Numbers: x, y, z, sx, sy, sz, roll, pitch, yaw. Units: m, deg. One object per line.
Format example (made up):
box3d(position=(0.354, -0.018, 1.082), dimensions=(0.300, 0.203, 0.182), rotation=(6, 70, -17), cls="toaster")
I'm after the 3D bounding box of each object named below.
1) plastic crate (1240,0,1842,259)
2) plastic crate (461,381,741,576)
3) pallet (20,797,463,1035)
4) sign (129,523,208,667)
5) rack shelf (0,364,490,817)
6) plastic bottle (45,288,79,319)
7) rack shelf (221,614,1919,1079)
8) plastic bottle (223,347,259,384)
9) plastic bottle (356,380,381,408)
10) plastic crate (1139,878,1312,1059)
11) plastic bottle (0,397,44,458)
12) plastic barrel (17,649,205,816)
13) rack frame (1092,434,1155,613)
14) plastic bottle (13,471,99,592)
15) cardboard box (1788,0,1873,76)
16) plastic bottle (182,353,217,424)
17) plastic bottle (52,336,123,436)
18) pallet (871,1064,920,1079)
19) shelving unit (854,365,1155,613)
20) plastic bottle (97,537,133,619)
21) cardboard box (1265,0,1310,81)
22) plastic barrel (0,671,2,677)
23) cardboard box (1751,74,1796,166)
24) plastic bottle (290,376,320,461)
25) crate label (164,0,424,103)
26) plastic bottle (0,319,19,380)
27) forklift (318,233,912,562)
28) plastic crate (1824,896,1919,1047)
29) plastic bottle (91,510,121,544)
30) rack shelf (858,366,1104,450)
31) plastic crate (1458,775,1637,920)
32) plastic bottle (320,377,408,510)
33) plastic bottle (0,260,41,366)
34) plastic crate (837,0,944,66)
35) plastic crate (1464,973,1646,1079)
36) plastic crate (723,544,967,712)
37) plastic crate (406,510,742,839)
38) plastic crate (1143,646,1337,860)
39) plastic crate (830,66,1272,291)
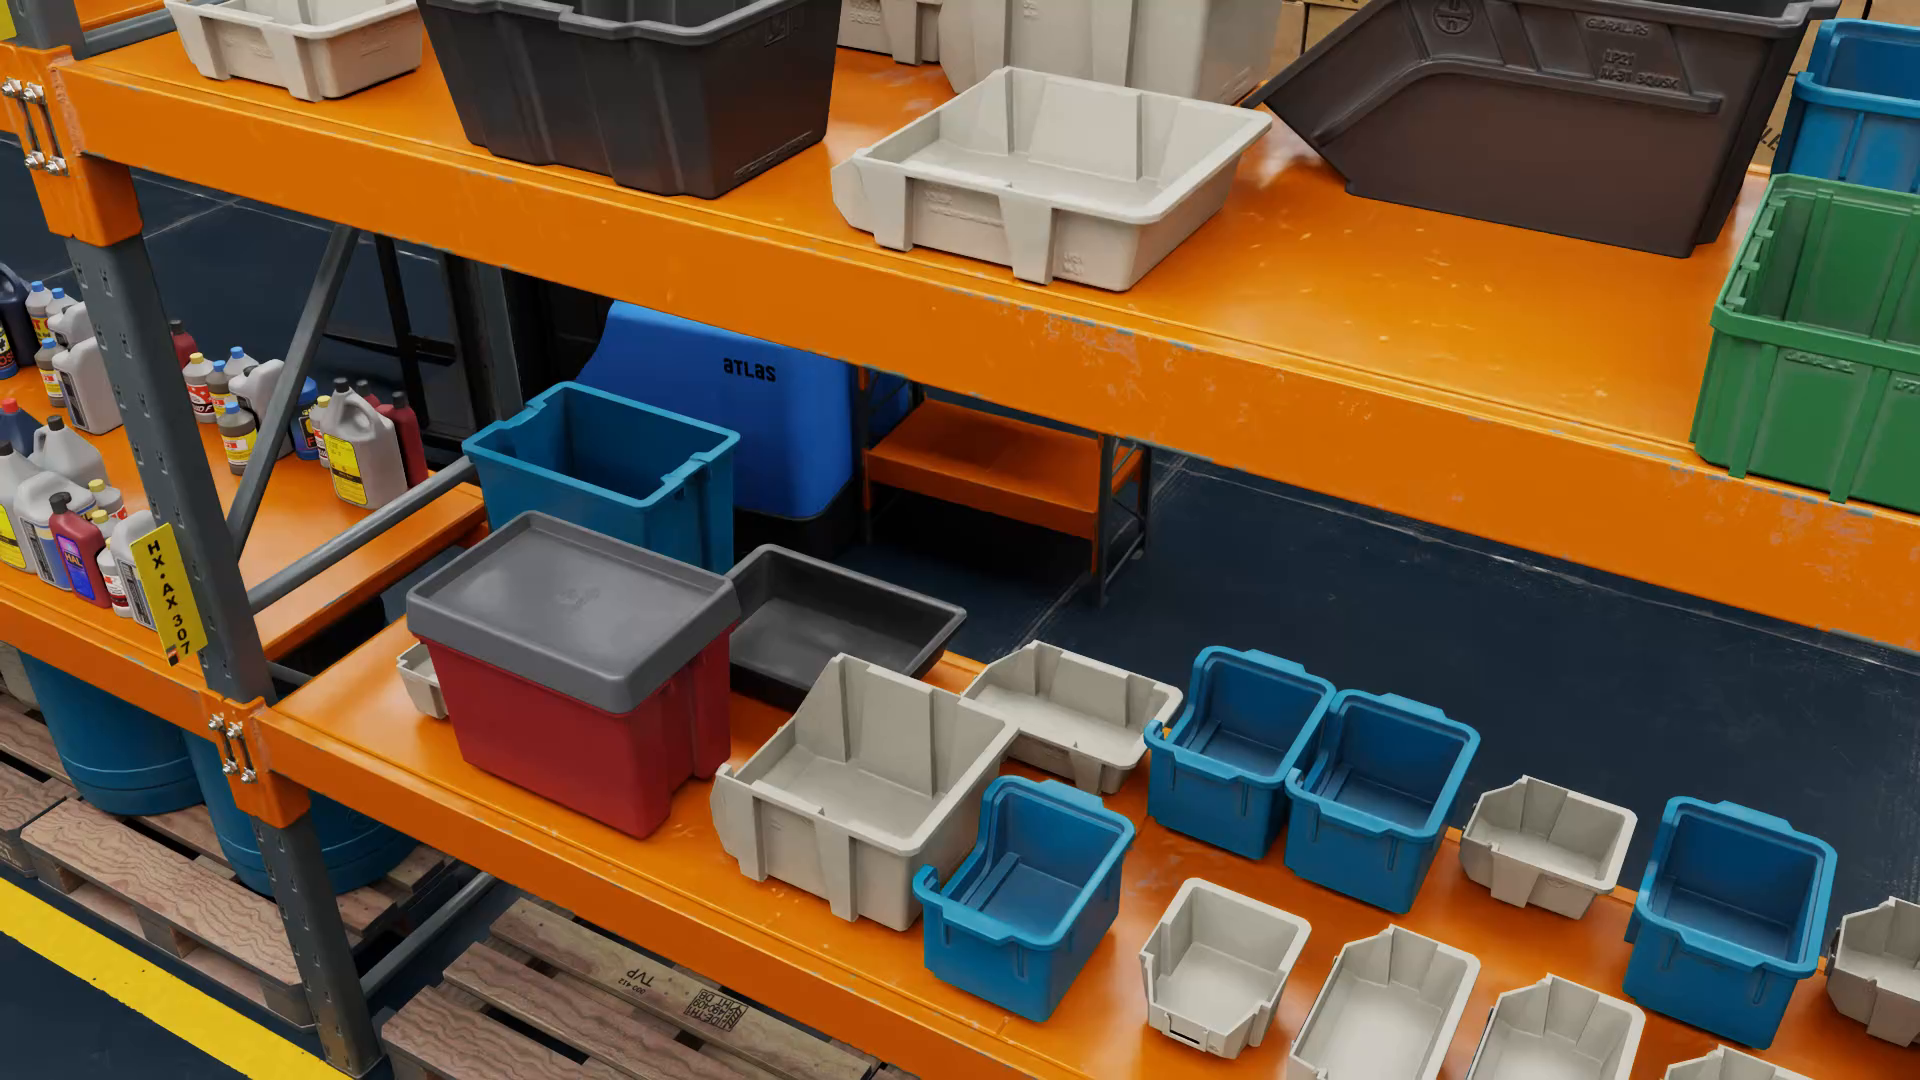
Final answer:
box3d(position=(0.841, -0.702, 2.448), dimensions=(0.767, 0.338, 0.504), rotation=(18, 37, 24), cls="plastic crate")
box3d(position=(-0.867, -0.081, 4.126), dimensions=(0.575, 0.384, 0.392), rotation=(18, 37, 24), cls="plastic crate")
box3d(position=(-2.091, 0.901, 5.206), dimensions=(1.213, 0.211, 1.003), rotation=(18, 37, 24), cls="pallet")
box3d(position=(-1.716, 0.122, 3.611), dimensions=(0.005, 0.325, 0.100), rotation=(18, 37, 24), cls="sign")
box3d(position=(-3.178, -0.278, 5.110), dimensions=(4.000, 0.370, 1.077), rotation=(18, 37, 24), cls="rack shelf")
box3d(position=(-2.747, -0.648, 5.133), dimensions=(0.097, 0.271, 0.097), rotation=(0, 34, 0), cls="plastic bottle")
box3d(position=(0.295, 0.822, 3.458), dimensions=(4.000, 0.370, 1.077), rotation=(18, 37, 24), cls="rack shelf")
box3d(position=(-2.059, -0.430, 4.806), dimensions=(0.097, 0.271, 0.097), rotation=(0, 34, 0), cls="plastic bottle")
box3d(position=(-1.664, -0.322, 4.632), dimensions=(0.133, 0.283, 0.061), rotation=(18, 37, 24), cls="plastic bottle")
box3d(position=(0.469, 0.796, 3.032), dimensions=(0.250, 0.136, 0.298), rotation=(18, 37, 24), cls="plastic crate")
box3d(position=(-2.491, -0.222, 4.422), dimensions=(0.185, 0.351, 0.144), rotation=(18, 37, 24), cls="plastic bottle")
box3d(position=(-2.520, 0.319, 5.079), dimensions=(0.708, 0.901, 0.600), rotation=(18, 37, 24), cls="plastic barrel")
box3d(position=(0.631, -0.317, 6.212), dimensions=(0.032, 1.125, 0.500), rotation=(16, 37, 22), cls="rack frame")
box3d(position=(-2.261, -0.029, 4.199), dimensions=(0.135, 0.276, 0.152), rotation=(18, 37, 24), cls="plastic bottle")
box3d(position=(3.078, -2.037, 6.110), dimensions=(0.500, 0.500, 0.500), rotation=(19, 38, 26), cls="cardboard box")
box3d(position=(-2.228, -0.455, 4.906), dimensions=(0.097, 0.201, 0.097), rotation=(0, 34, 0), cls="plastic bottle")
box3d(position=(-2.534, -0.468, 4.858), dimensions=(0.135, 0.276, 0.152), rotation=(18, 37, 24), cls="plastic bottle")
box3d(position=(0.280, 1.652, 4.079), dimensions=(1.213, 0.211, 1.003), rotation=(18, 37, 24), cls="pallet")
box3d(position=(0.178, -0.445, 6.403), dimensions=(1.048, 1.125, 0.538), rotation=(16, 37, 22), cls="shelving unit")
box3d(position=(-2.058, 0.084, 4.097), dimensions=(0.097, 0.201, 0.097), rotation=(0, 34, 0), cls="plastic bottle")
box3d(position=(1.327, -2.180, 7.228), dimensions=(0.500, 0.500, 0.500), rotation=(19, 38, 26), cls="cardboard box")
box3d(position=(-3.501, 0.138, 5.633), dimensions=(0.708, 0.588, 0.600), rotation=(18, 37, 24), cls="plastic barrel")
box3d(position=(3.086, -1.625, 6.393), dimensions=(0.500, 0.500, 0.500), rotation=(18, 38, 25), cls="cardboard box")
box3d(position=(-1.858, -0.366, 4.710), dimensions=(0.097, 0.271, 0.097), rotation=(0, 34, 0), cls="plastic bottle")
box3d(position=(-1.160, -0.893, 2.916), dimensions=(0.466, 0.136, 0.293), rotation=(18, 37, 24), cls="crate label")
box3d(position=(-2.987, -0.632, 5.109), dimensions=(0.097, 0.271, 0.097), rotation=(0, 34, 0), cls="plastic bottle")
box3d(position=(-1.775, -1.591, 6.495), dimensions=(3.031, 2.935, 1.130), rotation=(12, 36, 17), cls="forklift")
box3d(position=(1.743, 0.803, 3.021), dimensions=(0.298, 0.136, 0.250), rotation=(18, 37, 24), cls="plastic crate")
box3d(position=(-2.144, 0.018, 4.196), dimensions=(0.097, 0.201, 0.097), rotation=(0, 34, 0), cls="plastic bottle")
box3d(position=(0.178, -0.688, 6.241), dimensions=(1.000, 0.278, 0.538), rotation=(16, 37, 22), cls="rack shelf")
box3d(position=(1.154, 0.617, 3.302), dimensions=(0.298, 0.136, 0.250), rotation=(18, 37, 24), cls="plastic crate")
box3d(position=(-1.621, -0.271, 4.495), dimensions=(0.185, 0.351, 0.144), rotation=(18, 37, 24), cls="plastic bottle")
box3d(position=(-2.965, -0.735, 5.192), dimensions=(0.185, 0.351, 0.144), rotation=(18, 37, 24), cls="plastic bottle")
box3d(position=(-0.148, -0.999, 3.076), dimensions=(0.466, 0.136, 0.293), rotation=(18, 37, 24), cls="plastic crate")
box3d(position=(0.989, 0.934, 2.825), dimensions=(0.243, 0.136, 0.396), rotation=(18, 37, 24), cls="plastic crate")
box3d(position=(-0.336, 0.241, 3.876), dimensions=(0.590, 0.125, 0.437), rotation=(18, 37, 24), cls="plastic crate")
box3d(position=(-0.791, 0.287, 3.500), dimensions=(0.583, 0.464, 0.402), rotation=(18, 37, 24), cls="plastic crate")
box3d(position=(0.577, 0.446, 3.470), dimensions=(0.300, 0.233, 0.416), rotation=(18, 37, 24), cls="plastic crate")
box3d(position=(0.114, -0.515, 2.349), dimensions=(0.530, 0.136, 0.437), rotation=(18, 37, 24), cls="plastic crate")
